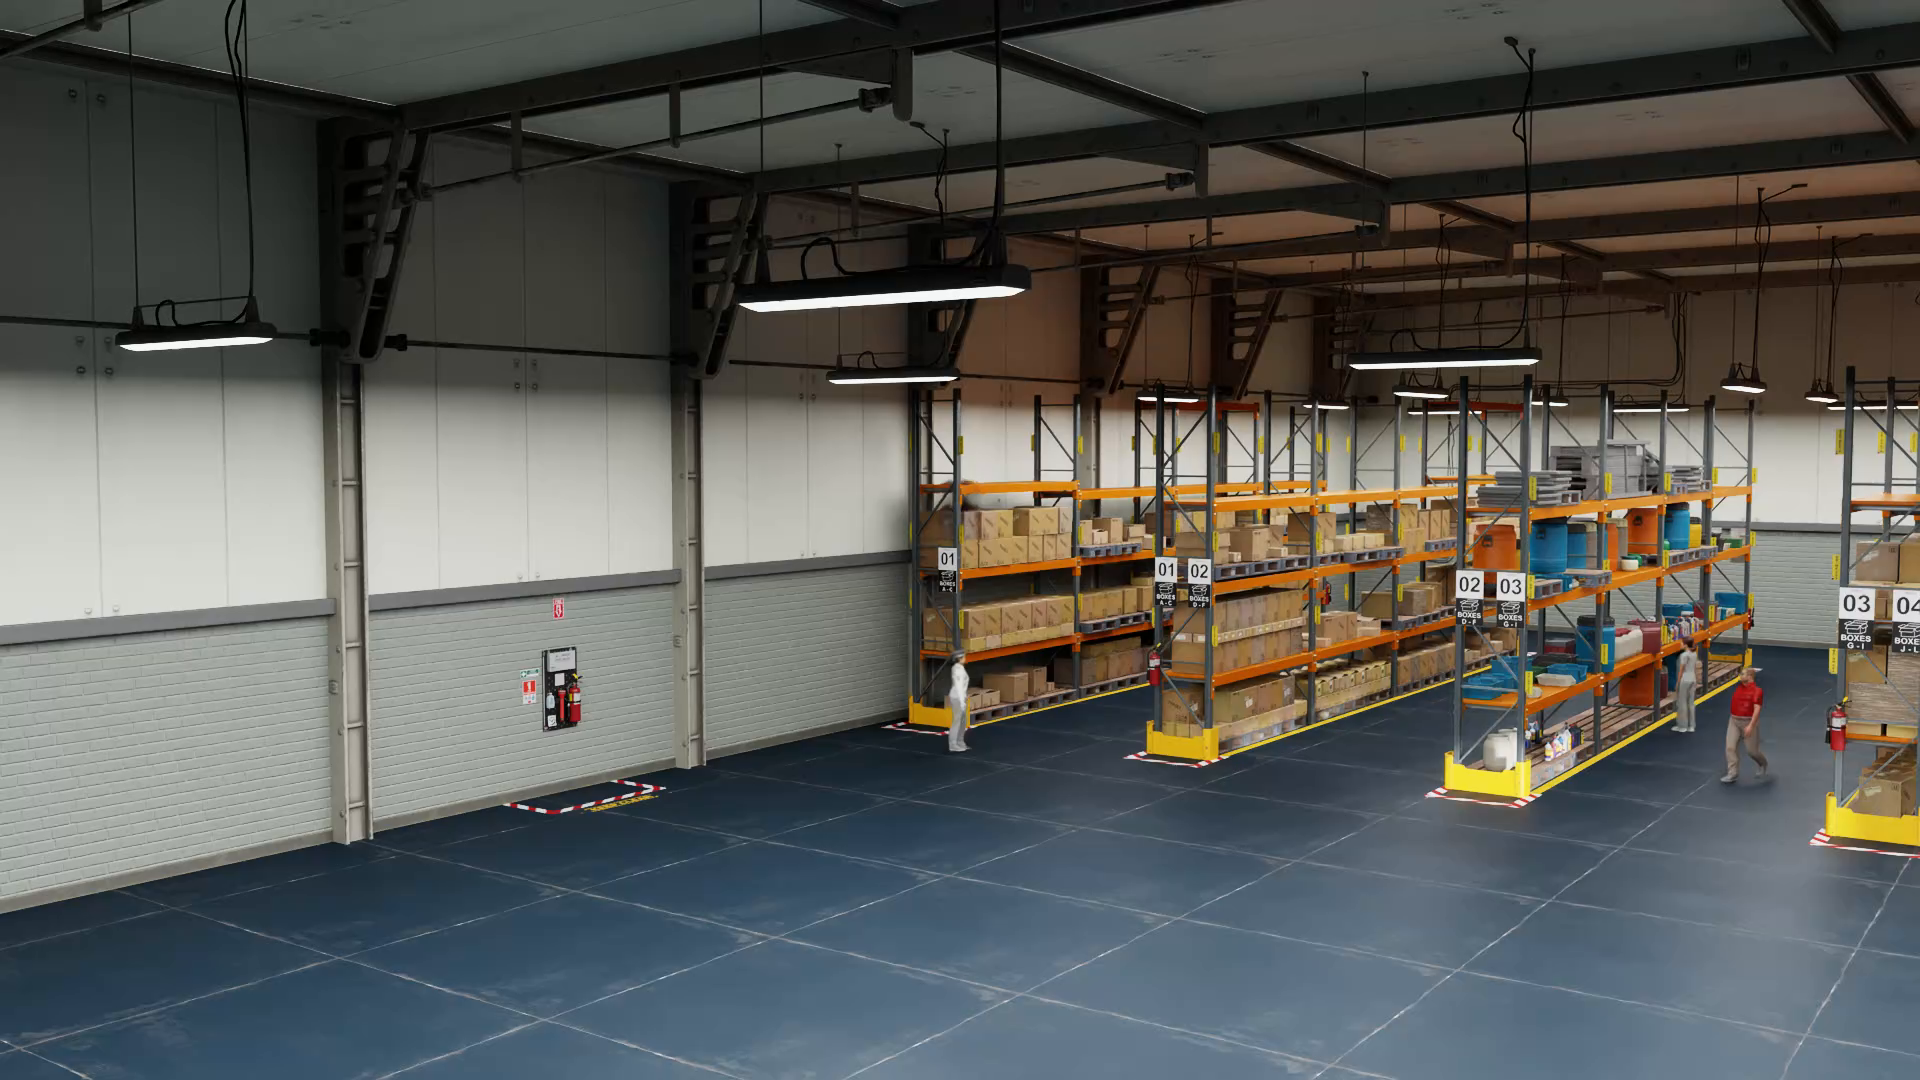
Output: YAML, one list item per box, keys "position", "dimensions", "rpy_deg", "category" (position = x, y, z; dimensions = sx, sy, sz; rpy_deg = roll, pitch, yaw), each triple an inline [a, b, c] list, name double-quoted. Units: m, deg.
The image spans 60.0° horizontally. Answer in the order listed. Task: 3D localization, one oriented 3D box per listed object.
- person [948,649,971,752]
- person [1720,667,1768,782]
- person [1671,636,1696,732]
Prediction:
- position: [0.003, 2.639, 27.212]
  dimensions: [0.386, 1.717, 0.577]
  rpy_deg: [0, 3, -1]
  category: "person"
- position: [11.693, 2.734, 24.682]
  dimensions: [0.819, 1.693, 0.503]
  rpy_deg: [-2, 4, -37]
  category: "person"
- position: [12.634, 2.507, 28.993]
  dimensions: [0.510, 1.685, 0.374]
  rpy_deg: [-2, 4, -37]
  category: "person"
